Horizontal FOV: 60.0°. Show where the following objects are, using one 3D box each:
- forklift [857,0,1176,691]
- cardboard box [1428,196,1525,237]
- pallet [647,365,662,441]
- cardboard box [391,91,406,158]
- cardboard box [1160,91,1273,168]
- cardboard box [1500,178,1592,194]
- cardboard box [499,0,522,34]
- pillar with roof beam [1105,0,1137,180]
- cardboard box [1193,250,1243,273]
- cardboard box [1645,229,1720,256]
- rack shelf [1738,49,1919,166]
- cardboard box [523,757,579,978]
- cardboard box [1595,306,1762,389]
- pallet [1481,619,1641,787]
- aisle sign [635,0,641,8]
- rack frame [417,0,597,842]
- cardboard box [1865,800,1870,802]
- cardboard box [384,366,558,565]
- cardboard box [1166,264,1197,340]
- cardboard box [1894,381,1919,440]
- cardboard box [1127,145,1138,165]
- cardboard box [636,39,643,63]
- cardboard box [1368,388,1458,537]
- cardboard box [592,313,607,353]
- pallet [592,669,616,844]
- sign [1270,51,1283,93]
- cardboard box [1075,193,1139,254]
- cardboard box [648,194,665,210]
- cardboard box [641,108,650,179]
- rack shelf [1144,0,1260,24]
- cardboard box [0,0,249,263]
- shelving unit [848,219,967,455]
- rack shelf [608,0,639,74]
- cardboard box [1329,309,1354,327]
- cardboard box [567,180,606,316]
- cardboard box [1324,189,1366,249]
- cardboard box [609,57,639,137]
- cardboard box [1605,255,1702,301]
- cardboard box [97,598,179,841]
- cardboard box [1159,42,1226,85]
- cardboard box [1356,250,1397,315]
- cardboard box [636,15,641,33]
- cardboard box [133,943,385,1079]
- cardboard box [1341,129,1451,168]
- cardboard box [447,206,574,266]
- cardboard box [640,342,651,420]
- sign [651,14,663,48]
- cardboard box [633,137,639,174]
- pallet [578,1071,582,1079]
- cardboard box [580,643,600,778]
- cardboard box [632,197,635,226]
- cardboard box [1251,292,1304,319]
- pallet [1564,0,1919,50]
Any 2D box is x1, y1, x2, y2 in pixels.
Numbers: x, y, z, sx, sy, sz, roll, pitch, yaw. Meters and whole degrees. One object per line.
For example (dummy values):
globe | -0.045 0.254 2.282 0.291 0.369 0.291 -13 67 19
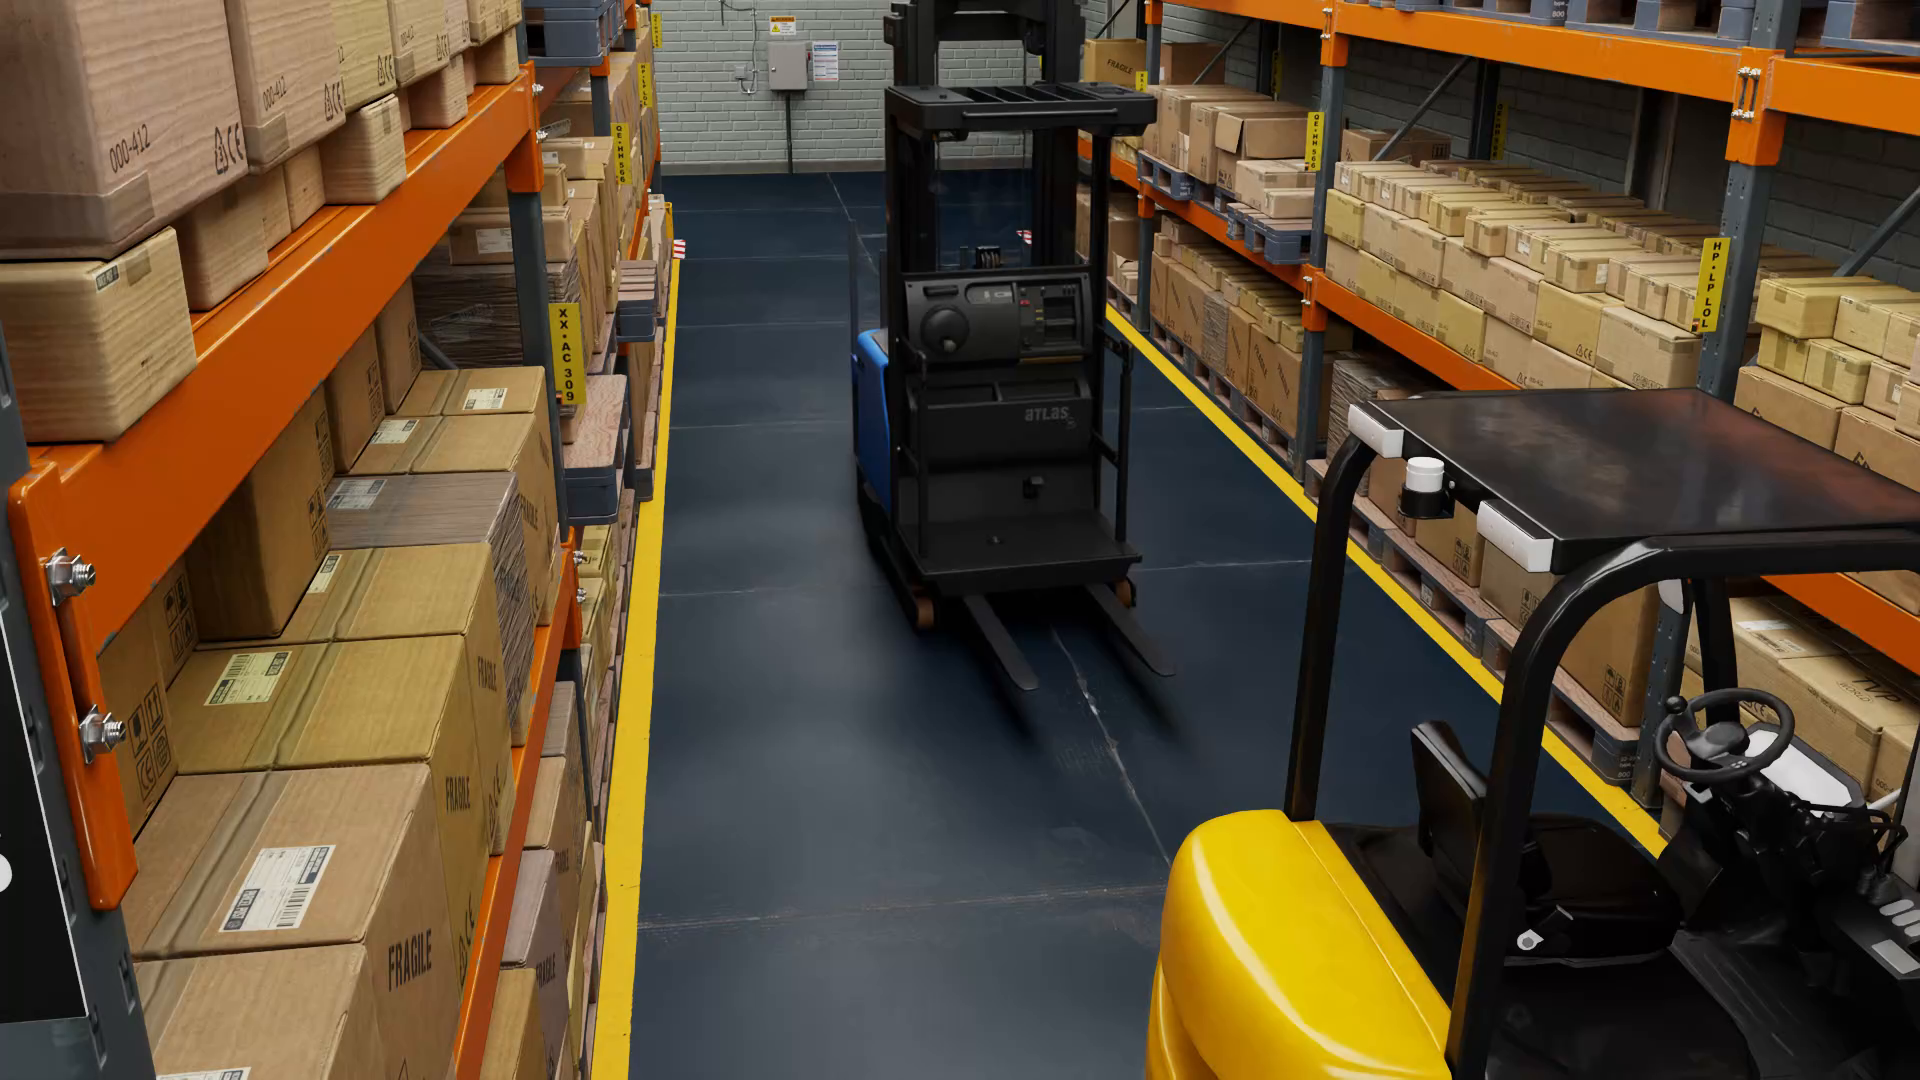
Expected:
forklift | 0.244 -1.082 7.924 1.130 2.935 3.031 -5 21 -12
cardboard box | 2.504 -1.569 8.059 0.380 0.149 0.250 -2 21 -7
pallet | -2.570 -0.930 11.404 1.003 0.211 1.213 -3 21 -8
cardboard box | -1.200 -0.723 2.937 0.380 0.149 0.250 -3 21 -9
cardboard box | 1.899 -3.060 12.379 0.700 0.500 0.500 -3 21 -7
cardboard box | 3.030 -1.779 8.621 0.380 0.149 0.250 -3 21 -9
cardboard box | -1.452 -1.487 4.414 0.500 0.250 0.500 -3 21 -8
pillar with roof beam | -2.357 -8.132 18.127 9.100 9.000 0.400 -3 21 -8
cardboard box | 1.982 -2.092 12.576 0.380 0.149 0.250 -3 21 -9
cardboard box | 3.201 -1.245 7.192 0.380 0.149 0.250 -3 21 -8
rack shelf | 3.418 -0.780 3.760 1.077 0.370 4.000 -3 21 -8
cardboard box | -1.356 0.954 4.632 0.500 0.500 0.500 -3 21 -7
cardboard box | 2.806 -0.726 6.372 0.500 0.250 0.500 -3 21 -9
pallet | 2.985 0.648 7.178 1.003 0.211 1.213 -3 21 -8
aisle sign | -3.215 -5.566 16.117 0.394 0.787 0.004 -3 21 -8
rack frame | -1.782 -0.153 5.339 1.000 3.000 0.127 -3 21 -8
cardboard box | 2.968 0.810 5.376 0.500 0.250 0.500 -3 21 -8
cardboard box | -1.472 -0.198 4.891 0.500 0.500 0.500 -3 21 -9
cardboard box | 1.910 -1.838 12.821 0.500 0.500 0.500 -3 21 -8
cardboard box | 2.981 -0.364 4.834 0.380 0.149 0.250 -2 21 -7
cardboard box | 1.621 -3.244 13.972 0.380 0.149 0.250 -2 21 -6
cardboard box | -2.831 -3.790 13.506 0.500 0.500 0.500 -3 21 -8
cardboard box | 2.731 -0.431 8.878 0.875 0.625 0.625 -2 21 -6
cardboard box | -1.709 -0.892 7.076 0.380 0.149 0.250 -2 21 -6
pallet | -1.896 0.884 6.548 1.003 0.211 1.213 -3 21 -8
sign | 2.525 -3.746 13.304 0.100 0.325 0.005 -3 21 -8
cardboard box | 1.479 -3.071 16.123 0.700 0.500 0.500 -2 21 -6
cardboard box | -3.318 -3.081 16.239 0.875 0.438 0.875 -4 21 -10
cardboard box | -2.744 -3.145 13.208 0.500 0.500 0.500 -2 21 -6
rack shelf | 1.688 -4.935 14.884 1.077 0.370 4.000 -3 21 -8
cardboard box | -1.014 -0.430 1.582 0.500 0.250 0.500 -3 21 -9
shelving unit | -0.322 -1.103 10.026 0.538 1.500 1.048 -5 21 -12
rack shelf | -2.647 -3.299 10.502 1.077 0.370 4.000 -3 21 -8
cardboard box | 2.659 -1.491 10.966 0.380 0.149 0.250 -3 21 -7
cardboard box | -1.781 -1.235 7.068 0.500 0.500 0.500 -4 21 -10
cardboard box | 2.350 -1.786 9.212 0.500 0.250 0.500 -3 21 -8
cardboard box | -2.540 -3.117 11.704 0.500 0.500 0.500 -3 21 -7
cardboard box | 2.822 -1.038 6.639 0.380 0.149 0.250 -3 21 -8
cardboard box | -1.561 0.236 2.301 0.700 0.500 0.500 -3 21 -7
cardboard box | 2.025 -4.124 14.688 0.500 0.500 0.500 -3 21 -9
cardboard box | 2.442 -1.379 8.836 0.500 0.250 0.500 -3 21 -9
cardboard box | -2.925 -4.393 14.191 0.380 0.149 0.250 -3 21 -8
cardboard box | -0.999 0.868 2.038 0.500 0.500 0.500 -3 21 -9
cardboard box | 2.633 -2.219 10.128 0.500 0.500 0.500 -2 21 -5
cardboard box | -1.500 -1.021 5.566 0.380 0.149 0.250 -3 21 -8
cardboard box | -2.500 -1.292 10.824 0.875 0.875 0.875 -3 21 -7
sign | -2.973 -4.984 16.279 0.100 0.325 0.005 -3 21 -8
cardboard box | -2.471 -2.595 11.376 0.500 0.250 0.500 -2 21 -6
pallet | -1.471 1.807 4.075 1.003 0.211 1.213 -3 21 -8
cardboard box | -1.860 0.700 6.211 0.950 0.372 0.625 -3 21 -7
cardboard box | -2.416 -2.179 10.978 0.500 0.250 0.500 -3 21 -8
cardboard box | 2.173 -1.557 11.144 0.380 0.149 0.250 -2 21 -6
pallet | 2.989 -2.025 6.337 0.805 0.209 1.217 -4 21 -10
